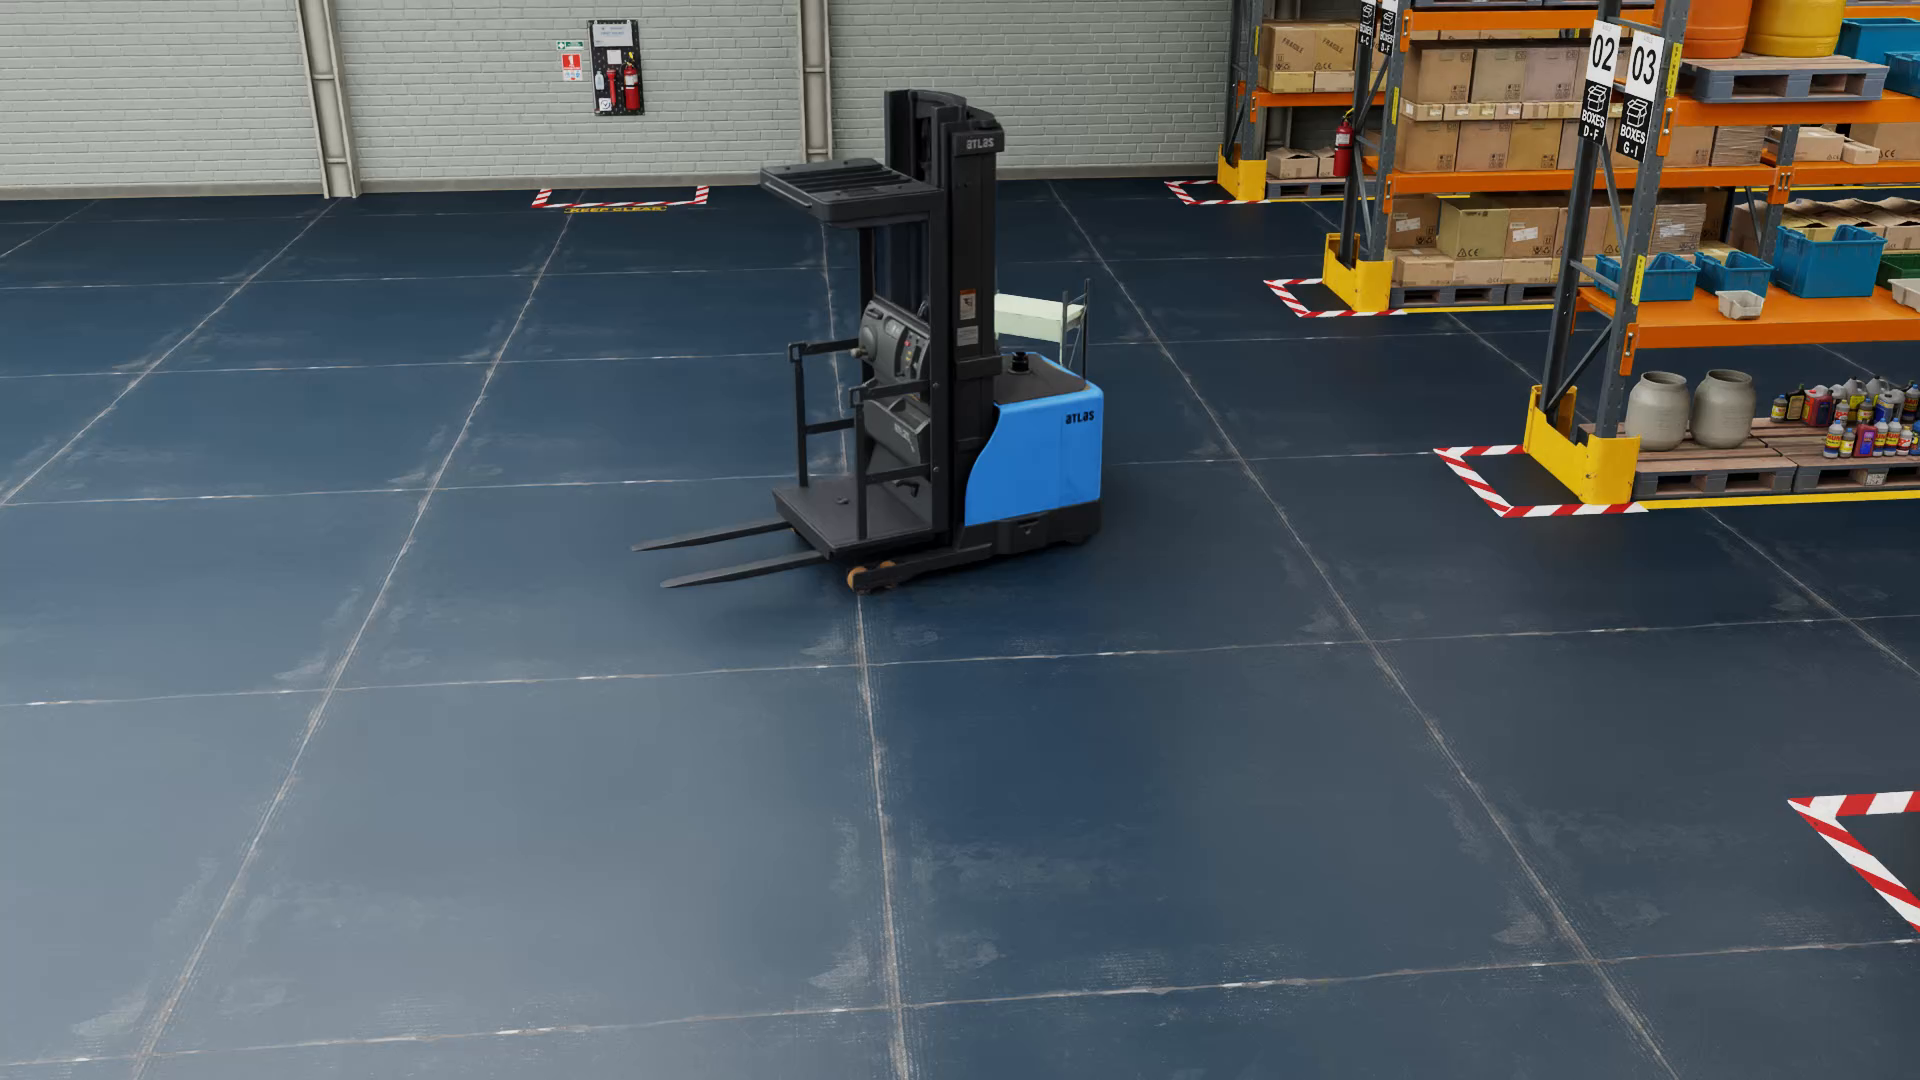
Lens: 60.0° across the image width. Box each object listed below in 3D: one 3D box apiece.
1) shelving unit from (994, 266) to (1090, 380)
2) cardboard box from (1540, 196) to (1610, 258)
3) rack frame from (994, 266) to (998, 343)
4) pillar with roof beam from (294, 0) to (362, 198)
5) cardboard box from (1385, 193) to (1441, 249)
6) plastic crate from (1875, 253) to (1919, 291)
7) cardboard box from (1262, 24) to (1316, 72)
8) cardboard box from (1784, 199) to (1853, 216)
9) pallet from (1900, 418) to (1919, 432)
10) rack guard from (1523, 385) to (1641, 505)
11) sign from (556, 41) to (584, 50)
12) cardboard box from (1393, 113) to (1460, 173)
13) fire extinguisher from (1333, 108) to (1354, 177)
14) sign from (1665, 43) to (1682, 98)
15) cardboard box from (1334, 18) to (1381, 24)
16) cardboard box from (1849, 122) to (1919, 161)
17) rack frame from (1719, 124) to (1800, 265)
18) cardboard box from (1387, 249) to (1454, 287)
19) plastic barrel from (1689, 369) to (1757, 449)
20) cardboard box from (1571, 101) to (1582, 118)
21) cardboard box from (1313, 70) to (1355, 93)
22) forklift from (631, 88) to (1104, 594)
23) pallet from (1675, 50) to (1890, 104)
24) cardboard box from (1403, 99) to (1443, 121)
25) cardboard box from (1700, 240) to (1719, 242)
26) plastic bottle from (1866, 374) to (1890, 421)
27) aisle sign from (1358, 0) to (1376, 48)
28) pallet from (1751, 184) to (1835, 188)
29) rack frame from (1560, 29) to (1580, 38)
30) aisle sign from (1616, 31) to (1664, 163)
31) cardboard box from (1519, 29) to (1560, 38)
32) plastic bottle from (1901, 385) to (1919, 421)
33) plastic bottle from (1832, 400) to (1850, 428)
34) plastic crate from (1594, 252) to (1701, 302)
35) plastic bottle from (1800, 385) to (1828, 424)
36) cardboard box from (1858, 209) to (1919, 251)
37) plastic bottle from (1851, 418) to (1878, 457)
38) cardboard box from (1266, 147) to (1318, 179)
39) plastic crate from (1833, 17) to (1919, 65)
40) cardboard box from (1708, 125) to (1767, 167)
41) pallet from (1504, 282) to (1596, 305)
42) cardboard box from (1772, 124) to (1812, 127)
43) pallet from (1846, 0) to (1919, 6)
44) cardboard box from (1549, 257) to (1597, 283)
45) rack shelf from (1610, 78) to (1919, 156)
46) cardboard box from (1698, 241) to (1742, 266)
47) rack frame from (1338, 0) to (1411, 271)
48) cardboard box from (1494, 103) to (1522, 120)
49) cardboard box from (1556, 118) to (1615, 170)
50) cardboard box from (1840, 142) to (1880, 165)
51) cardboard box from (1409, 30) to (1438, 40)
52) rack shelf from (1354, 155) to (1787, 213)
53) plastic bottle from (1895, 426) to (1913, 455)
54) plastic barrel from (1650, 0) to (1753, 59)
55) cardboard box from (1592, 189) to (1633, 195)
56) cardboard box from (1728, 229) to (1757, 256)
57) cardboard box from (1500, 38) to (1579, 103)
[{"bbox_3d":[0.488,-1.151,11.992,0.755,1.500,0.431,13,27,26],"label":"shelving unit"},{"bbox_3d":[6.055,-3.106,16.491,0.500,0.500,0.500,-2,24,-5],"label":"cardboard box"},{"bbox_3d":[0.167,-1.222,12.153,0.023,1.500,0.400,13,27,26],"label":"rack frame"},{"bbox_3d":[-7.391,-6.740,15.335,0.400,9.000,9.100,-2,24,-5],"label":"pillar with roof beam"},{"bbox_3d":[4.511,-3.258,16.832,0.500,0.500,0.500,-2,24,-5],"label":"cardboard box"},{"bbox_3d":[7.092,-1.959,12.224,0.662,0.188,0.450,-2,24,-5],"label":"plastic crate"},{"bbox_3d":[4.020,-6.021,20.340,0.500,0.500,0.500,-2,24,-5],"label":"cardboard box"},{"bbox_3d":[8.879,-3.345,17.260,0.500,0.311,0.500,-2,24,-4],"label":"cardboard box"},{"bbox_3d":[7.798,-0.711,12.590,1.213,0.211,1.003,-2,24,-5],"label":"pallet"},{"bbox_3d":[4.561,-0.716,12.245,0.348,0.500,1.175,-2,24,-5],"label":"rack guard"},{"bbox_3d":[-4.862,-6.170,20.741,0.331,0.109,0.001,-2,24,-5],"label":"sign"},{"bbox_3d":[4.472,-3.897,16.202,0.500,0.500,0.700,-2,24,-5],"label":"cardboard box"},{"bbox_3d":[3.843,-3.986,16.620,0.183,0.674,0.296,-2,24,-5],"label":"fire extinguisher"},{"bbox_3d":[4.539,-2.988,10.575,0.005,0.325,0.100,-2,24,-5],"label":"sign"},{"bbox_3d":[4.980,-6.267,20.893,0.500,0.500,0.500,-3,24,-7],"label":"cardboard box"},{"bbox_3d":[9.277,-4.089,16.632,0.500,0.500,0.500,-1,24,-1],"label":"cardboard box"},{"bbox_3d":[7.987,-3.998,16.551,0.127,3.000,1.000,-2,24,-5],"label":"rack frame"},{"bbox_3d":[4.562,-2.705,16.511,0.500,0.250,0.500,-2,24,-5],"label":"cardboard box"},{"bbox_3d":[5.636,-0.968,12.281,0.421,0.512,0.421,0,24,0],"label":"plastic barrel"},{"bbox_3d":[5.948,-4.170,16.017,0.250,0.149,0.380,-2,24,-5],"label":"cardboard box"},{"bbox_3d":[4.548,-5.698,20.538,0.500,0.250,0.500,-3,24,-7],"label":"cardboard box"},{"bbox_3d":[-0.597,-1.246,10.444,3.031,2.935,1.130,-12,26,-24],"label":"forklift"},{"bbox_3d":[5.322,-3.114,11.102,1.213,0.211,1.003,-2,24,-5],"label":"pallet"},{"bbox_3d":[4.418,-4.109,15.879,0.250,0.149,0.380,-2,24,-6],"label":"cardboard box"},{"bbox_3d":[7.496,-3.037,17.258,0.500,0.250,0.500,-2,24,-5],"label":"cardboard box"},{"bbox_3d":[7.015,-1.097,12.745,0.185,0.351,0.144,-2,24,-6],"label":"plastic bottle"},{"bbox_3d":[3.912,-5.142,15.925,0.004,0.787,0.394,-2,24,-5],"label":"aisle sign"},{"bbox_3d":[10.699,-4.855,21.912,1.213,0.211,1.003,-2,24,-5],"label":"pallet"},{"bbox_3d":[7.496,-6.000,21.056,0.127,3.000,1.000,-2,24,-5],"label":"rack frame"},{"bbox_3d":[4.447,-2.902,10.886,0.004,0.787,0.394,-2,24,-5],"label":"aisle sign"},{"bbox_3d":[7.056,-6.139,20.606,0.500,0.500,0.500,-2,24,-5],"label":"cardboard box"},{"bbox_3d":[7.296,-1.057,12.752,0.097,0.271,0.097,0,24,0],"label":"plastic bottle"},{"bbox_3d":[6.697,-0.964,12.628,0.097,0.201,0.097,0,24,0],"label":"plastic bottle"},{"bbox_3d":[4.958,-1.909,12.034,0.616,0.251,0.499,-2,24,-5],"label":"plastic crate"},{"bbox_3d":[6.528,-1.042,12.712,0.135,0.276,0.152,-2,24,-5],"label":"plastic bottle"},{"bbox_3d":[9.436,-3.144,16.809,0.500,0.311,0.500,-3,24,-7],"label":"cardboard box"},{"bbox_3d":[6.552,-0.744,12.033,0.133,0.283,0.061,-2,24,-4],"label":"plastic bottle"},{"bbox_3d":[4.213,-4.804,21.133,0.500,0.311,0.500,-5,24,-11],"label":"cardboard box"},{"bbox_3d":[6.358,-3.397,11.526,0.575,0.384,0.392,-2,24,-5],"label":"plastic crate"},{"bbox_3d":[7.546,-4.023,16.485,0.500,0.500,0.700,-3,24,-7],"label":"cardboard box"},{"bbox_3d":[5.975,-2.659,16.972,1.213,0.211,1.003,-2,24,-5],"label":"pallet"},{"bbox_3d":[10.766,-5.169,21.721,0.500,0.500,0.700,-2,24,-4],"label":"cardboard box"},{"bbox_3d":[8.864,-5.322,16.072,1.217,0.209,0.805,-3,24,-7],"label":"pallet"},{"bbox_3d":[6.055,-2.764,16.644,0.500,0.250,0.500,-2,24,-5],"label":"cardboard box"},{"bbox_3d":[6.480,-2.958,11.404,4.000,0.370,1.077,-2,24,-5],"label":"rack shelf"},{"bbox_3d":[7.547,-2.826,16.784,0.500,0.250,0.500,-2,24,-5],"label":"cardboard box"},{"bbox_3d":[4.006,-3.838,16.192,0.127,3.000,1.000,-2,24,-5],"label":"rack frame"},{"bbox_3d":[5.180,-4.139,15.947,0.250,0.149,0.380,-3,24,-6],"label":"cardboard box"},{"bbox_3d":[6.013,-3.960,16.344,0.500,0.500,0.700,-2,24,-4],"label":"cardboard box"},{"bbox_3d":[8.889,-3.836,16.496,0.250,0.149,0.380,-2,24,-5],"label":"cardboard box"},{"bbox_3d":[5.541,-6.080,20.473,0.500,0.500,0.500,-2,24,-3],"label":"cardboard box"},{"bbox_3d":[5.997,-3.589,16.518,4.000,0.370,1.077,-2,24,-5],"label":"rack shelf"},{"bbox_3d":[6.864,-0.726,12.094,0.097,0.201,0.097,0,24,0],"label":"plastic bottle"},{"bbox_3d":[4.961,-3.665,11.065,0.708,0.830,0.600,-2,24,-5],"label":"plastic barrel"},{"bbox_3d":[6.500,-3.344,17.025,0.500,0.500,0.500,-2,24,-5],"label":"cardboard box"},{"bbox_3d":[8.371,-3.067,17.325,0.500,0.250,0.500,-3,24,-6],"label":"cardboard box"},{"bbox_3d":[5.549,-4.536,16.041,0.500,0.500,0.700,-2,24,-5],"label":"cardboard box"}]
